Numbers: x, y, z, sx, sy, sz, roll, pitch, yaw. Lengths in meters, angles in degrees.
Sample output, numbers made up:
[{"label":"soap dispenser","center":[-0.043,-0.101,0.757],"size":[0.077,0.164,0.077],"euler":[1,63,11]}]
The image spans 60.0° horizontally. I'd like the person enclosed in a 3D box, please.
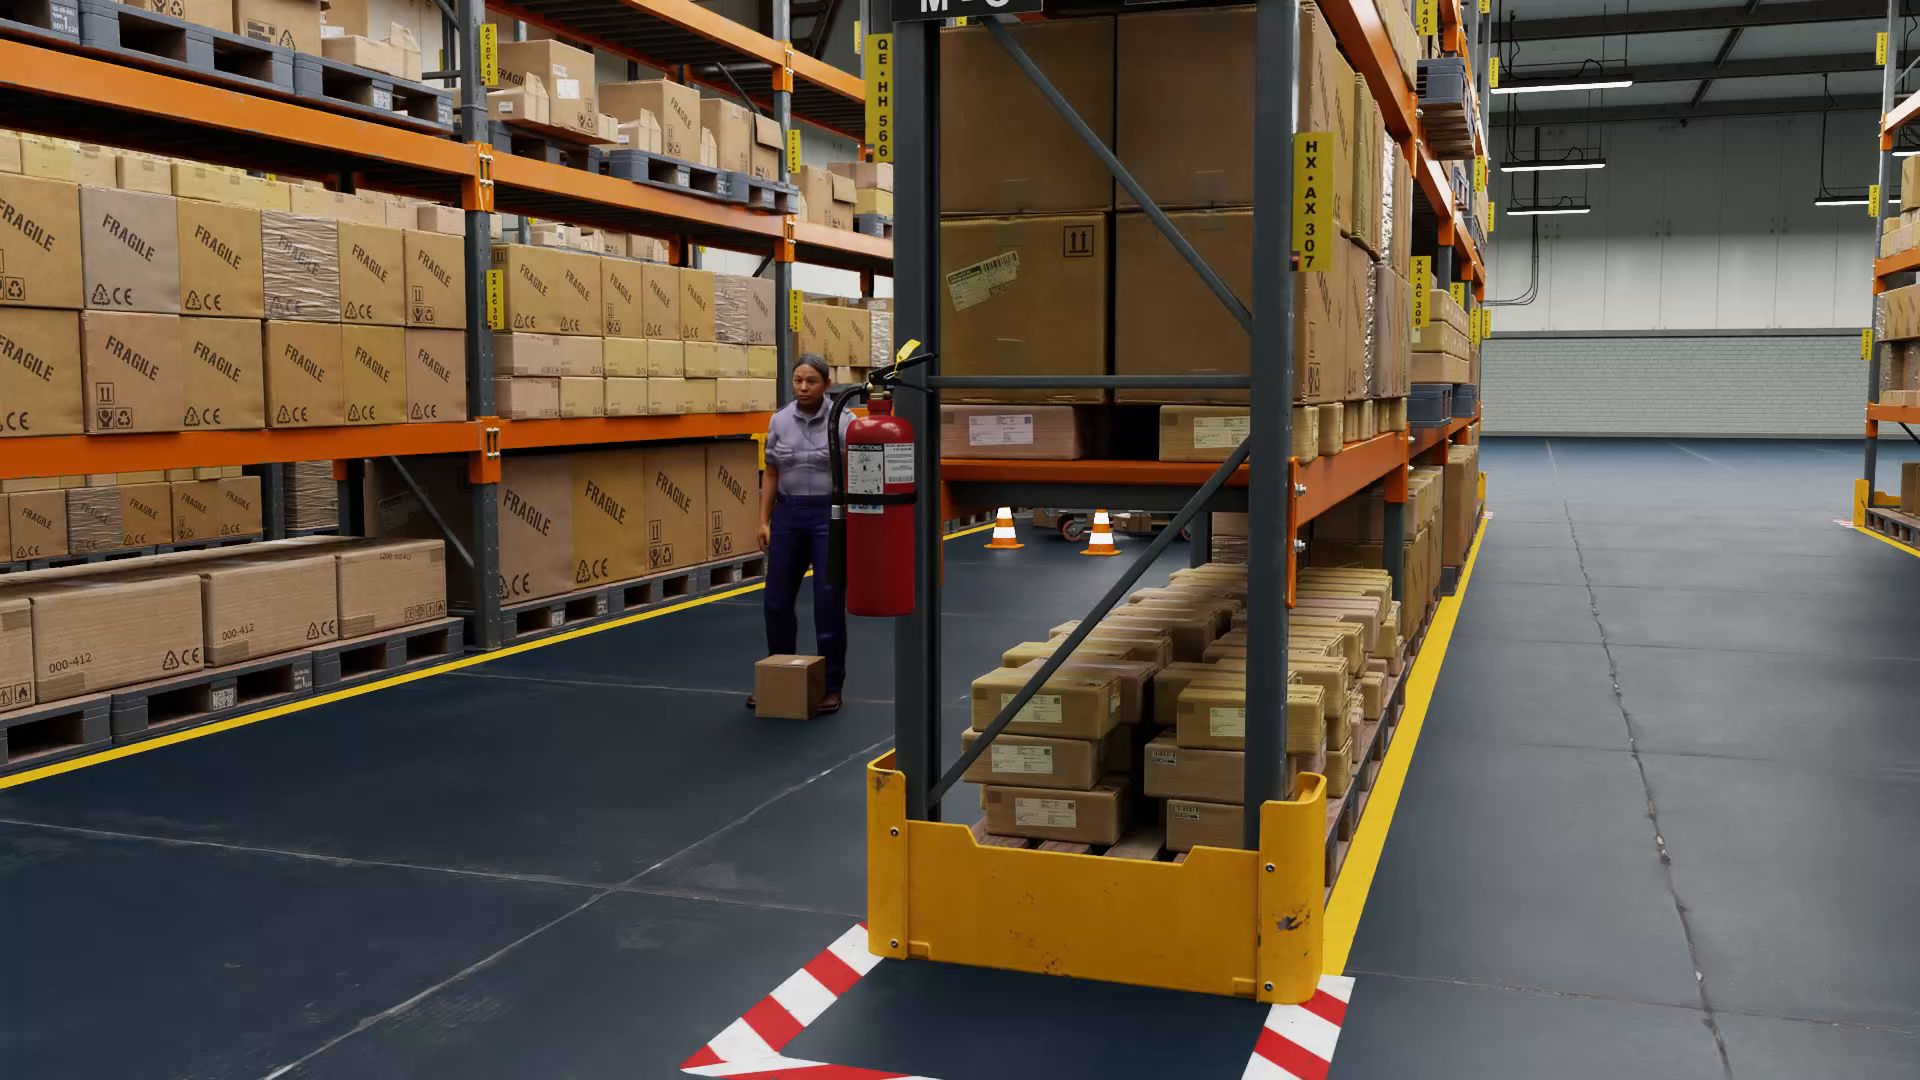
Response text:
[{"label":"person","center":[-0.710,-0.036,7.754],"size":[0.562,1.636,0.426],"euler":[1,6,15]}]
